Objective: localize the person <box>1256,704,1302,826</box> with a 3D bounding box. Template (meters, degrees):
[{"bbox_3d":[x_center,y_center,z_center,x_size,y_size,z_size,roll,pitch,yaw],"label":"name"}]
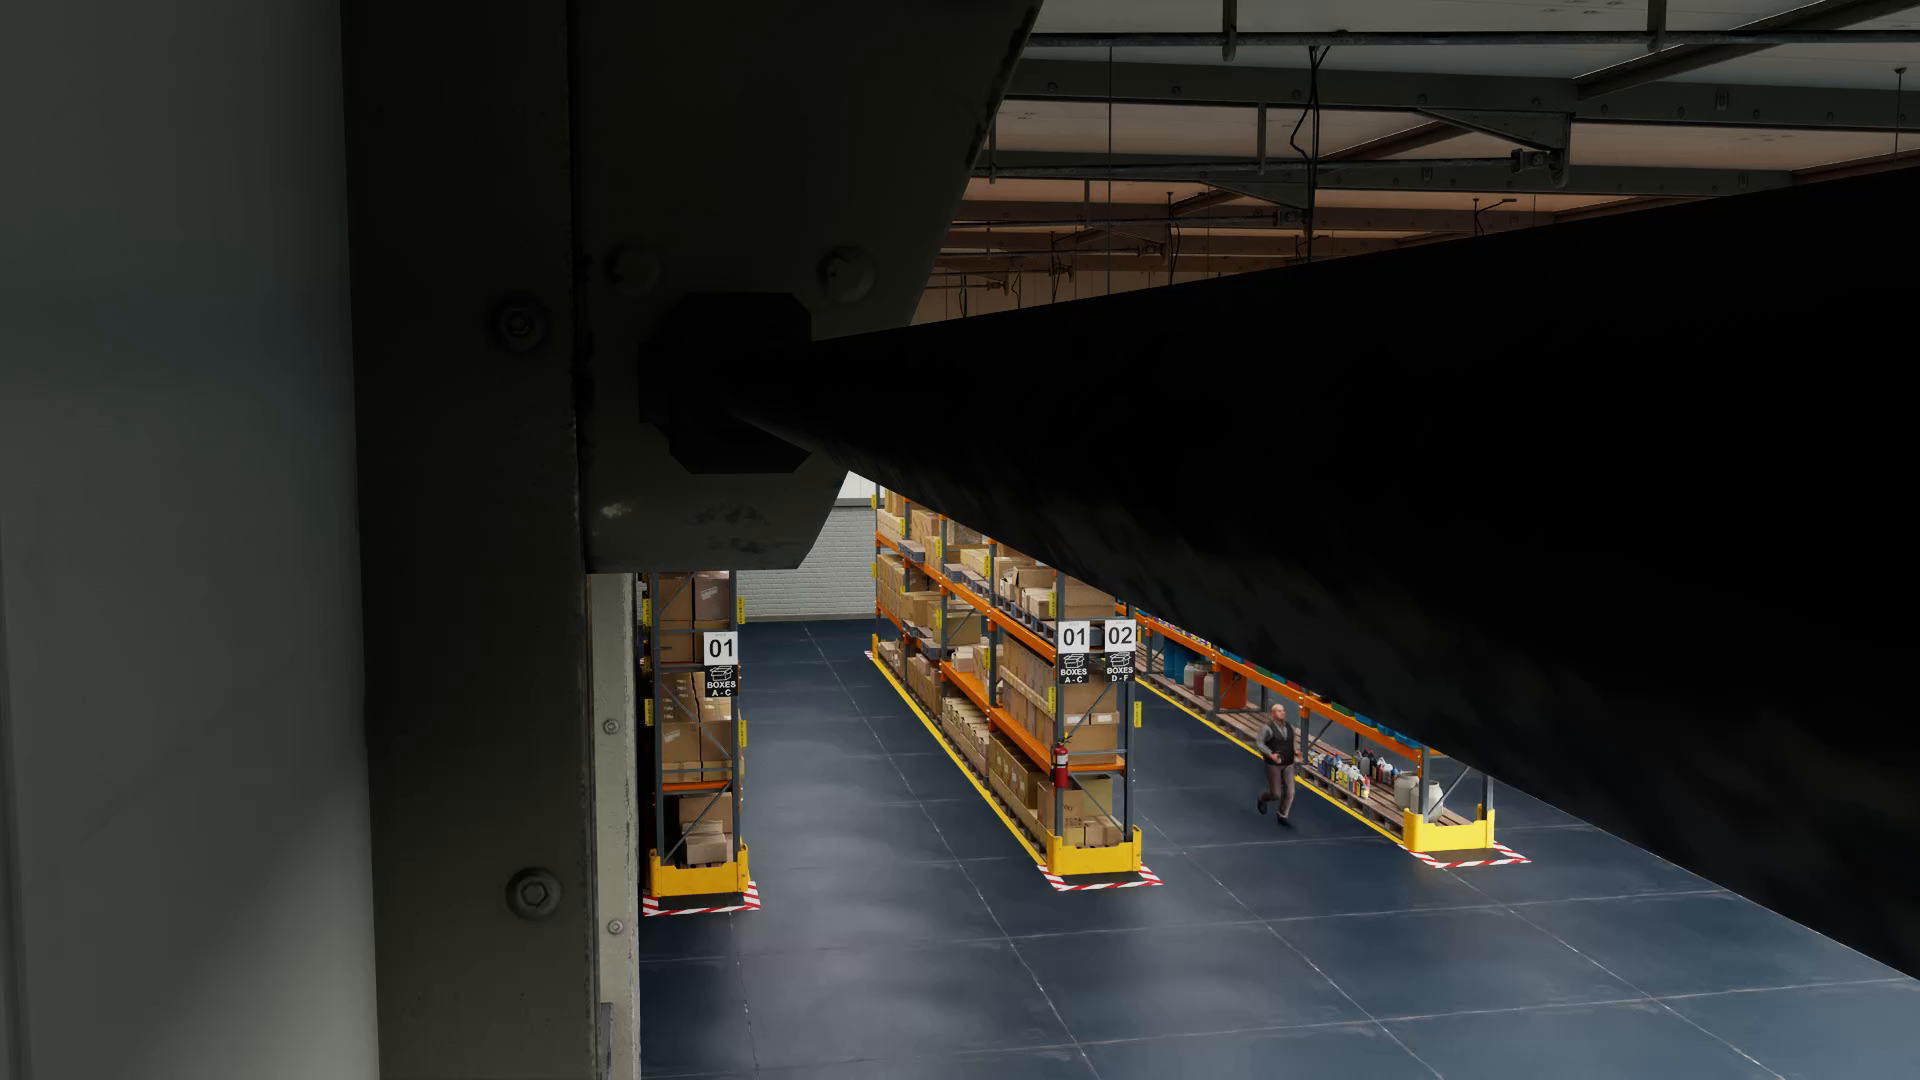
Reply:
[{"bbox_3d":[4.439,3.118,23.200,0.662,1.675,0.641,-2,6,-21],"label":"person"}]
